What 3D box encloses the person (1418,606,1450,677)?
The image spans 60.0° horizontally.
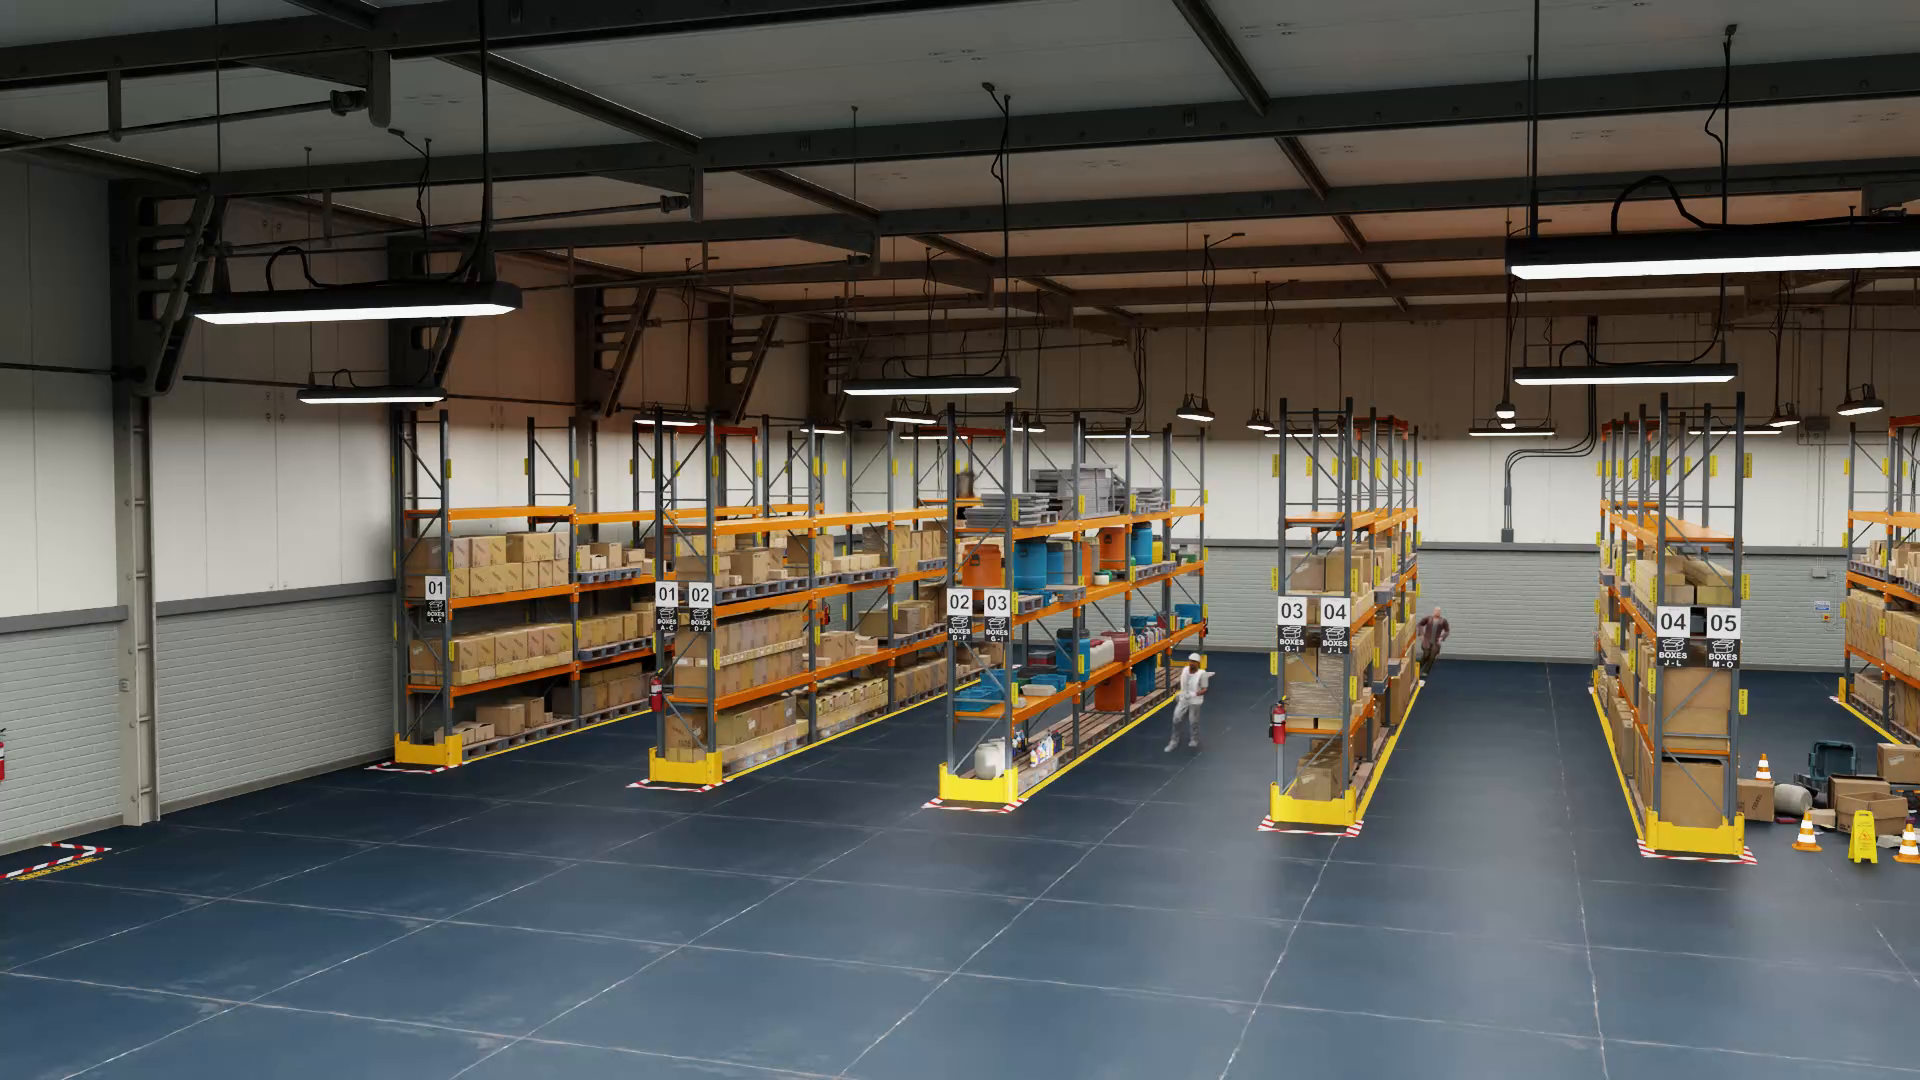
[{"bbox_3d":[11.327,2.538,39.788,0.756,1.511,0.600,0,2,8],"label":"person"}]

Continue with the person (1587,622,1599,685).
[{"bbox_3d":[14.878,2.472,38.322,0.939,1.738,0.635,-1,3,-19],"label":"person"}]

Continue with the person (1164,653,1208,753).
[{"bbox_3d":[4.048,2.854,29.237,0.737,1.744,0.839,1,3,31],"label":"person"}]

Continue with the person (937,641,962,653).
[{"bbox_3d":[-0.239,2.257,43.558,0.872,1.846,0.641,2,3,35],"label":"person"}]
